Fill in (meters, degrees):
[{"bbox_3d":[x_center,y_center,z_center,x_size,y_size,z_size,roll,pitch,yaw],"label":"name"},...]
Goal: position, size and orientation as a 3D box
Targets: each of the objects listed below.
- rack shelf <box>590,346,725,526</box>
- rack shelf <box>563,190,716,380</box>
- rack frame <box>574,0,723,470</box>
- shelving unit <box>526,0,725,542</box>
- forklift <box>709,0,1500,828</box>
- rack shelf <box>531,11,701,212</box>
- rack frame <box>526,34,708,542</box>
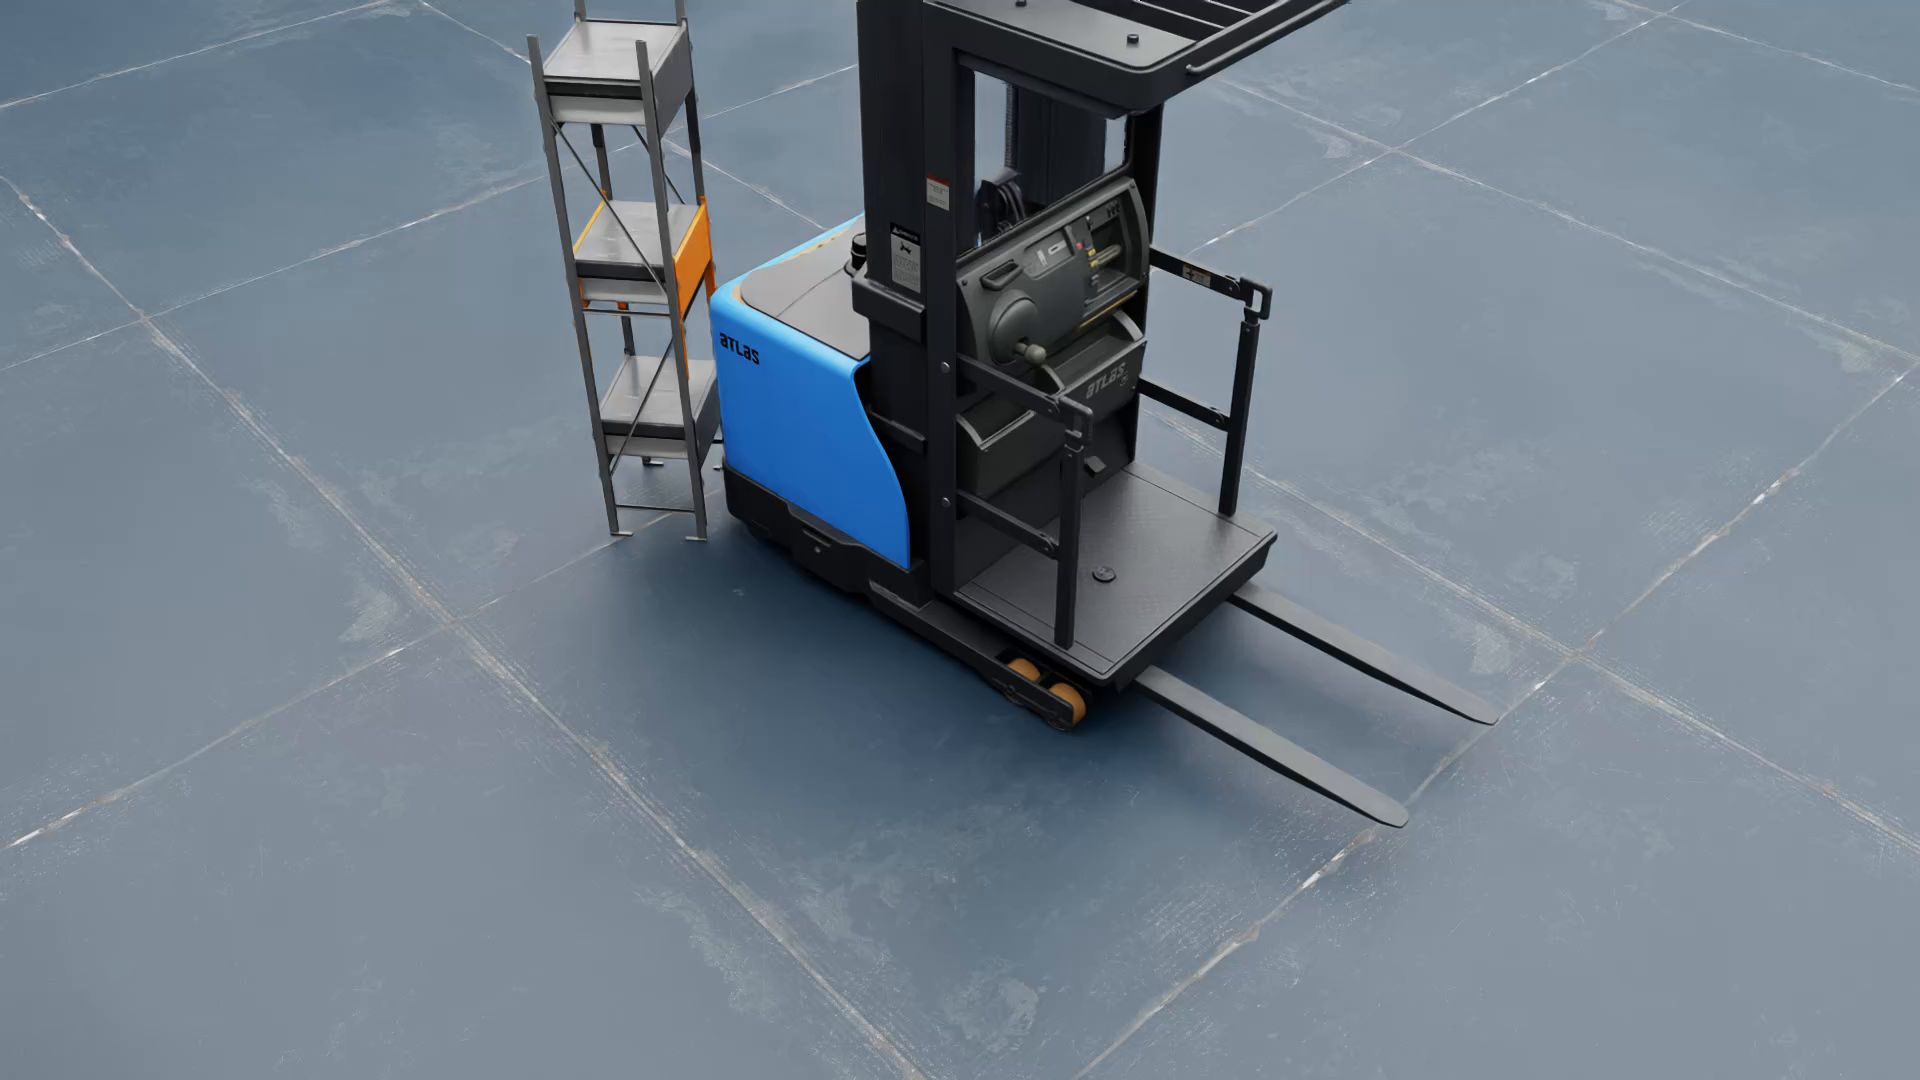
[{"bbox_3d":[-1.195,-0.424,6.739,0.431,0.518,0.480,4,39,5],"label":"rack shelf"},{"bbox_3d":[-1.195,-0.968,6.300,0.431,0.518,0.480,4,39,5],"label":"rack shelf"},{"bbox_3d":[-1.165,-1.131,6.480,0.400,2.100,0.015,4,39,5],"label":"rack frame"},{"bbox_3d":[-1.195,-0.979,6.291,0.431,2.100,0.503,4,39,5],"label":"shelving unit"},{"bbox_3d":[0.485,-0.841,5.459,3.031,2.935,1.130,29,47,31],"label":"forklift"},{"bbox_3d":[-1.195,-1.513,5.860,0.431,0.518,0.480,4,39,5],"label":"rack shelf"},{"bbox_3d":[-1.224,-0.827,6.103,0.400,2.100,0.015,4,39,5],"label":"rack frame"}]
